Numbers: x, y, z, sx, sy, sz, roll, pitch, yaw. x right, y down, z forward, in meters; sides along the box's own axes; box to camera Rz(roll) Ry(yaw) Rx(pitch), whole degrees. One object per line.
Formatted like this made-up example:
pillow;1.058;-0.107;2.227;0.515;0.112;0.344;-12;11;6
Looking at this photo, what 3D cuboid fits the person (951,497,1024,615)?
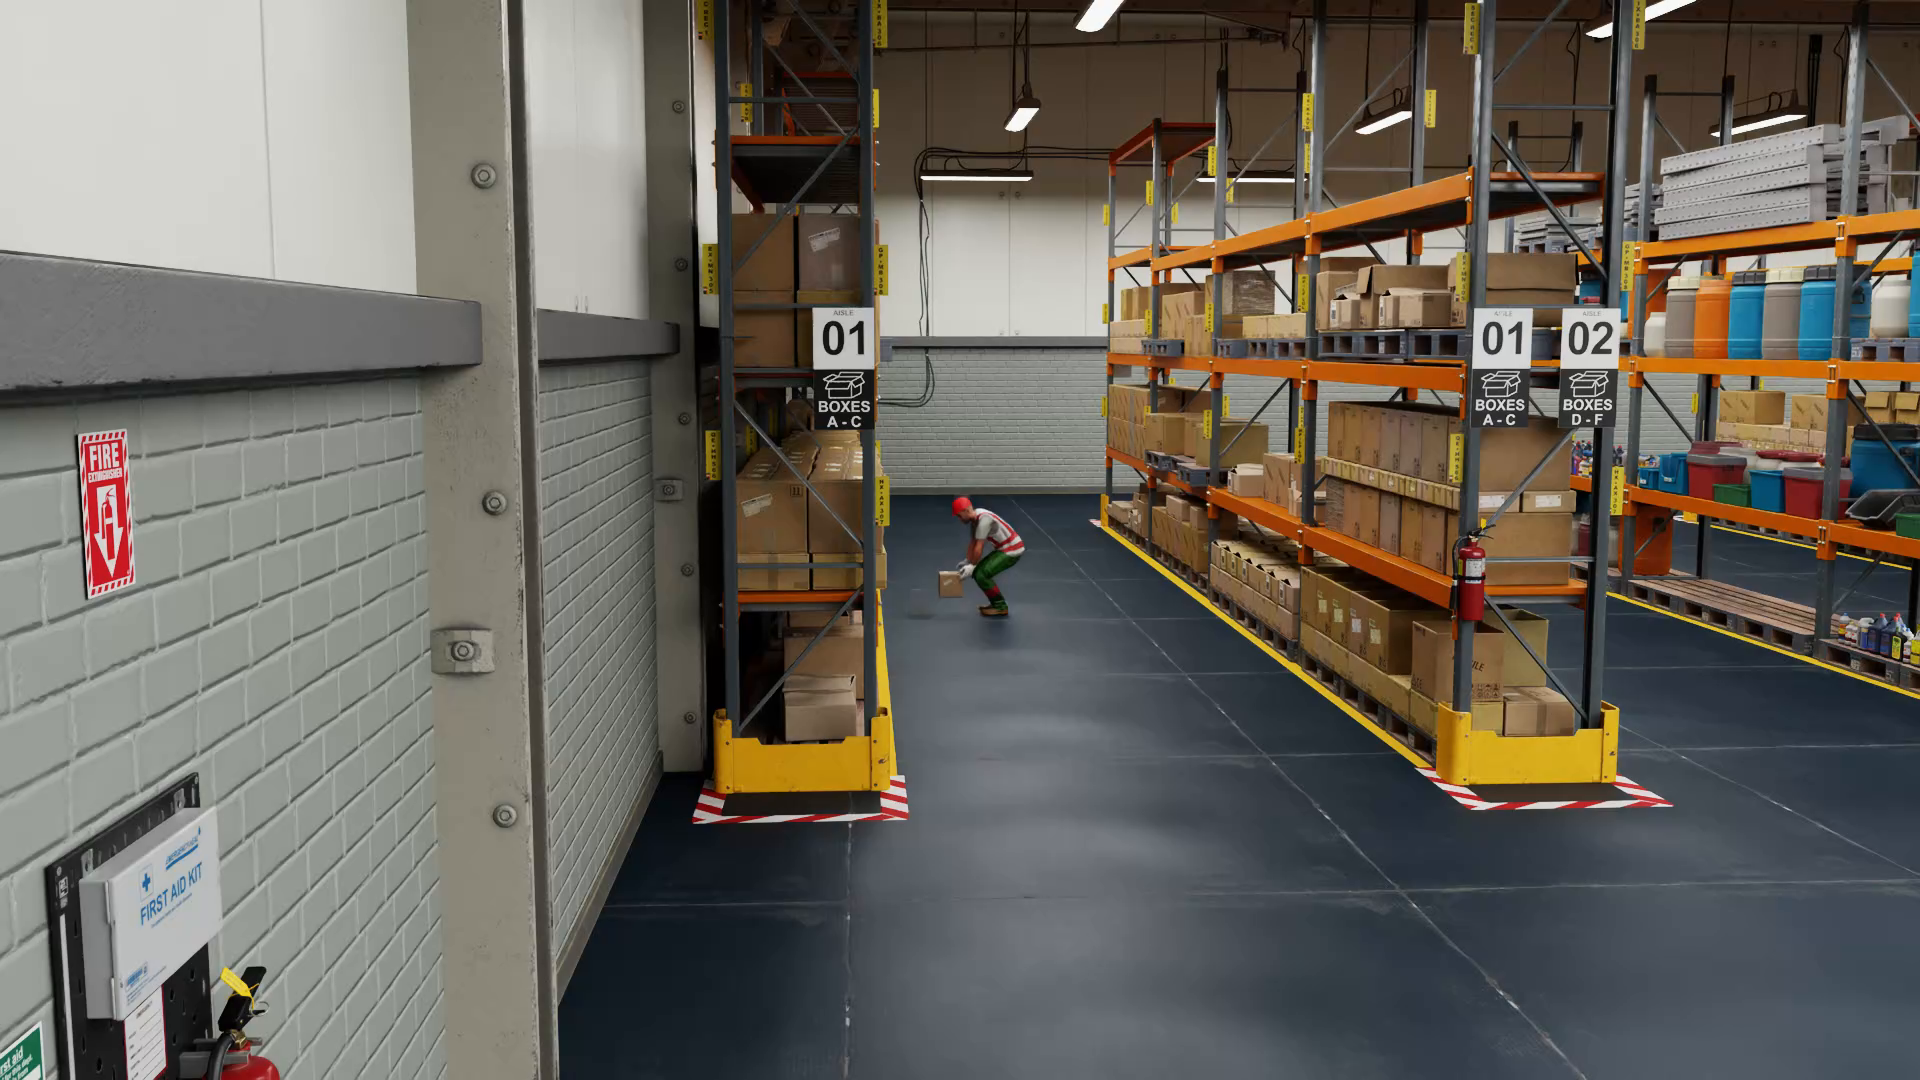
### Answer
person;0.302;0.172;18.294;0.816;1.295;0.585;0;7;-4
